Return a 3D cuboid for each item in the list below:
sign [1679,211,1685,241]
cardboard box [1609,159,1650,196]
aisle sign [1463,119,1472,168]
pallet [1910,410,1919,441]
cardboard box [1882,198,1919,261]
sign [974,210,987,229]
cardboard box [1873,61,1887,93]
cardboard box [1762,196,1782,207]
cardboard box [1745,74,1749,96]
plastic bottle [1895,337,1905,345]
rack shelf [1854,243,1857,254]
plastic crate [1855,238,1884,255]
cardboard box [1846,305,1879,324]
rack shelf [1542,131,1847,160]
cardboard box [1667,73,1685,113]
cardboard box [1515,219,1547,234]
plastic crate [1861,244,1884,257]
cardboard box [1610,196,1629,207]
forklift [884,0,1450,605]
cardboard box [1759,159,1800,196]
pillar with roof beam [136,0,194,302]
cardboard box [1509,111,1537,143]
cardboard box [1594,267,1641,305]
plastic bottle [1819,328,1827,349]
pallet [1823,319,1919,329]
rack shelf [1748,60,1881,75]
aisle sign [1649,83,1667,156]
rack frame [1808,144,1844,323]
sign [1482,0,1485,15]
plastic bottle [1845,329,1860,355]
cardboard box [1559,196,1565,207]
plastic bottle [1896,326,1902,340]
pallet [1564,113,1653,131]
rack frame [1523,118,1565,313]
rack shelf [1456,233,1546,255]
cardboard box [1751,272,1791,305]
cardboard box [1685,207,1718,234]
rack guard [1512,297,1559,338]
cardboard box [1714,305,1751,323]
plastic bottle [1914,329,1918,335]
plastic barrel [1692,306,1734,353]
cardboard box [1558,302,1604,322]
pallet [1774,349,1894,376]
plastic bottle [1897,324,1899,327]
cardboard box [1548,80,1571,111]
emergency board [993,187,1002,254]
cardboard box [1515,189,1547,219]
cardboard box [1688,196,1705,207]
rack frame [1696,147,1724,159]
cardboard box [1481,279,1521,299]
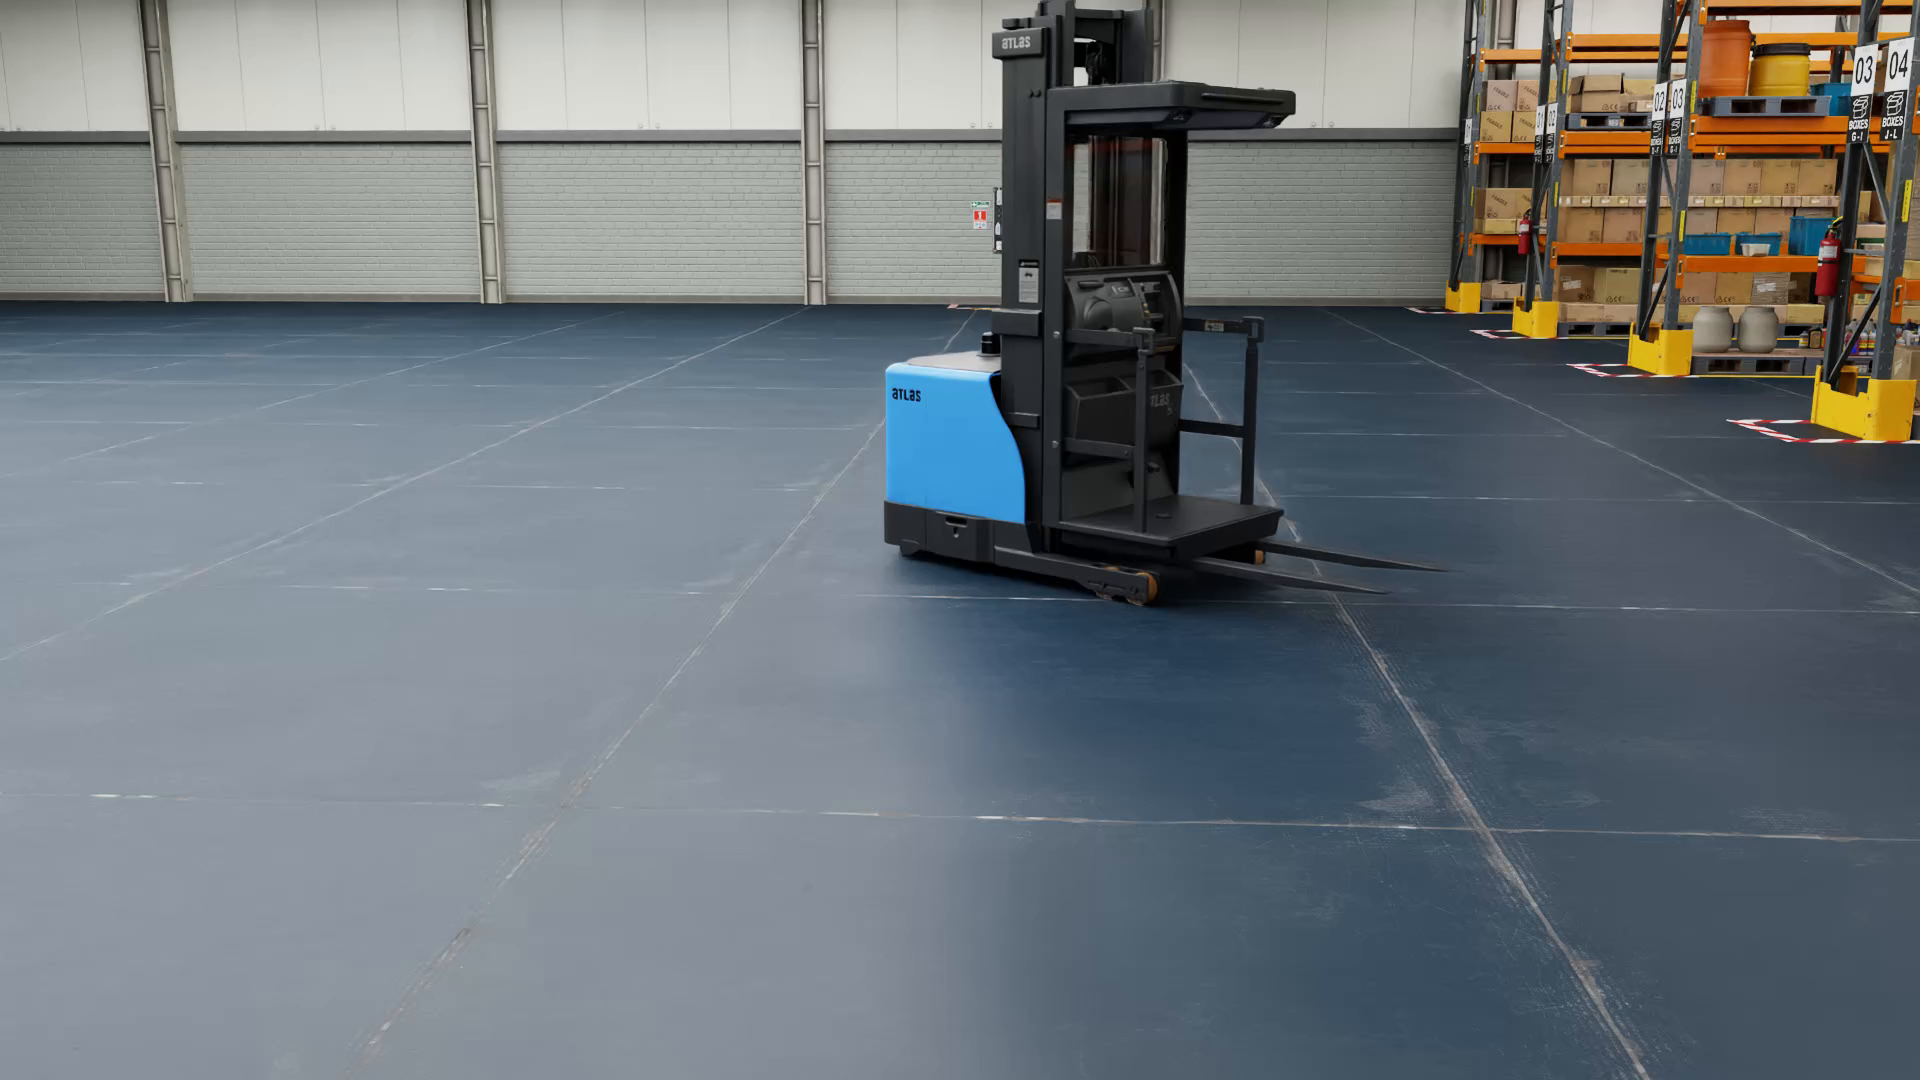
[{"bbox_3d":[7.896,-3.435,18.189,0.005,0.325,0.100,1,12,4],"label":"sign"},{"bbox_3d":[9.315,-5.092,23.373,0.500,0.500,0.700,0,12,2],"label":"cardboard box"},{"bbox_3d":[8.507,-6.648,27.876,0.004,0.787,0.394,1,12,4],"label":"aisle sign"},{"bbox_3d":[8.490,-1.016,14.110,1.213,0.211,1.003,1,12,4],"label":"pallet"},{"bbox_3d":[8.153,-2.582,13.814,0.500,0.500,0.875,1,12,4],"label":"cardboard box"},{"bbox_3d":[0.361,-5.773,29.954,0.234,0.329,0.001,1,12,4],"label":"sign"},{"bbox_3d":[12.876,-6.320,22.840,0.500,0.500,0.500,1,12,4],"label":"cardboard box"},{"bbox_3d":[11.207,-4.706,23.111,0.250,0.149,0.380,1,12,4],"label":"cardboard box"},{"bbox_3d":[10.628,-6.211,23.186,0.637,0.503,0.797,2,12,10],"label":"cardboard box"},{"bbox_3d":[10.471,-2.159,18.524,0.097,0.201,0.097,0,12,0],"label":"plastic bottle"},{"bbox_3d":[14.259,-3.990,23.273,4.000,0.370,1.077,1,12,4],"label":"rack shelf"},{"bbox_3d":[10.593,-3.330,18.879,0.662,0.188,0.450,1,12,4],"label":"plastic crate"},{"bbox_3d":[12.649,-3.173,23.301,0.500,0.250,0.500,1,12,2],"label":"cardboard box"},{"bbox_3d":[10.268,-5.513,23.228,4.000,0.370,1.077,1,12,4],"label":"rack shelf"},{"bbox_3d":[9.911,-6.137,22.842,0.500,0.500,0.500,1,12,4],"label":"cardboard box"},{"bbox_3d":[9.584,-5.297,28.081,0.500,0.250,0.500,0,12,2],"label":"cardboard box"},{"bbox_3d":[10.291,-3.199,18.379,0.437,0.136,0.530,1,12,4],"label":"plastic crate"},{"bbox_3d":[9.162,-4.734,23.247,0.250,0.149,0.380,1,12,4],"label":"cardboard box"},{"bbox_3d":[1.012,-1.232,8.500,3.031,2.935,1.130,10,16,40],"label":"forklift"},{"bbox_3d":[11.316,-5.065,23.242,0.500,0.500,0.700,1,12,4],"label":"cardboard box"},{"bbox_3d":[-14.879,-7.989,25.980,0.400,9.000,9.100,1,12,4],"label":"pillar with roof beam"},{"bbox_3d":[9.450,-6.893,27.775,0.500,0.500,0.500,2,12,8],"label":"cardboard box"},{"bbox_3d":[9.291,-3.592,23.471,0.500,0.500,0.500,1,12,4],"label":"cardboard box"},{"bbox_3d":[10.049,-2.350,19.253,0.135,0.276,0.152,1,12,4],"label":"plastic bottle"},{"bbox_3d":[13.001,-3.002,23.606,1.213,0.211,1.003,1,12,4],"label":"pallet"},{"bbox_3d":[14.586,-7.743,27.538,4.000,0.370,1.077,1,12,4],"label":"rack shelf"},{"bbox_3d":[7.885,-4.746,18.783,0.004,0.787,0.394,1,12,4],"label":"aisle sign"},{"bbox_3d":[12.263,-4.369,23.330,0.127,3.000,1.000,1,12,4],"label":"rack frame"},{"bbox_3d":[8.563,-8.758,27.182,0.005,0.325,0.100,1,12,4],"label":"sign"},{"bbox_3d":[9.950,-2.203,18.532,0.133,0.283,0.061,1,12,5],"label":"plastic bottle"},{"bbox_3d":[8.666,-4.824,23.676,0.250,0.149,0.380,1,12,3],"label":"cardboard box"},{"bbox_3d":[10.813,-2.330,19.171,0.097,0.271,0.097,0,12,0],"label":"plastic bottle"},{"bbox_3d":[8.976,-5.834,23.222,1.213,0.211,1.003,1,12,4],"label":"pallet"},{"bbox_3d":[8.272,-4.424,23.592,0.127,3.000,1.000,1,12,4],"label":"rack frame"},{"bbox_3d":[10.595,-5.057,28.373,4.000,0.370,1.077,1,12,4],"label":"rack shelf"},{"bbox_3d":[11.288,-3.567,23.353,0.500,0.500,0.500,1,12,4],"label":"cardboard box"},{"bbox_3d":[10.282,-4.443,23.440,0.500,0.500,0.700,1,12,5],"label":"cardboard box"},{"bbox_3d":[8.248,-3.201,23.849,0.348,0.500,1.175,1,12,4],"label":"rack guard"},{"bbox_3d":[10.788,-3.204,23.446,0.500,0.250,0.500,1,12,4],"label":"cardboard box"},{"bbox_3d":[10.734,-2.222,18.622,0.133,0.283,0.061,1,12,4],"label":"plastic bottle"},{"bbox_3d":[8.599,-2.407,18.998,0.421,0.512,0.421,0,12,0],"label":"plastic barrel"},{"bbox_3d":[8.792,-3.231,23.578,0.500,0.250,0.500,1,12,4],"label":"cardboard box"},{"bbox_3d":[10.040,-2.027,18.940,1.213,0.211,1.003,1,12,4],"label":"pallet"},{"bbox_3d":[10.800,-2.353,19.248,0.133,0.283,0.061,1,12,6],"label":"plastic bottle"},{"bbox_3d":[9.977,-7.376,27.641,0.500,0.500,0.500,1,12,5],"label":"cardboard box"},{"bbox_3d":[0.906,-5.727,29.821,0.643,1.169,0.194,1,12,4],"label":"emergency board"},{"bbox_3d":[9.548,-5.663,28.000,0.500,0.500,0.500,1,12,4],"label":"cardboard box"},{"bbox_3d":[10.183,-4.720,23.178,0.250,0.149,0.380,1,12,4],"label":"cardboard box"},{"bbox_3d":[12.590,-5.381,28.169,0.127,3.000,1.000,1,12,4],"label":"rack frame"},{"bbox_3d":[9.284,-4.308,28.527,0.500,0.311,0.500,-1,12,-3],"label":"cardboard box"}]
